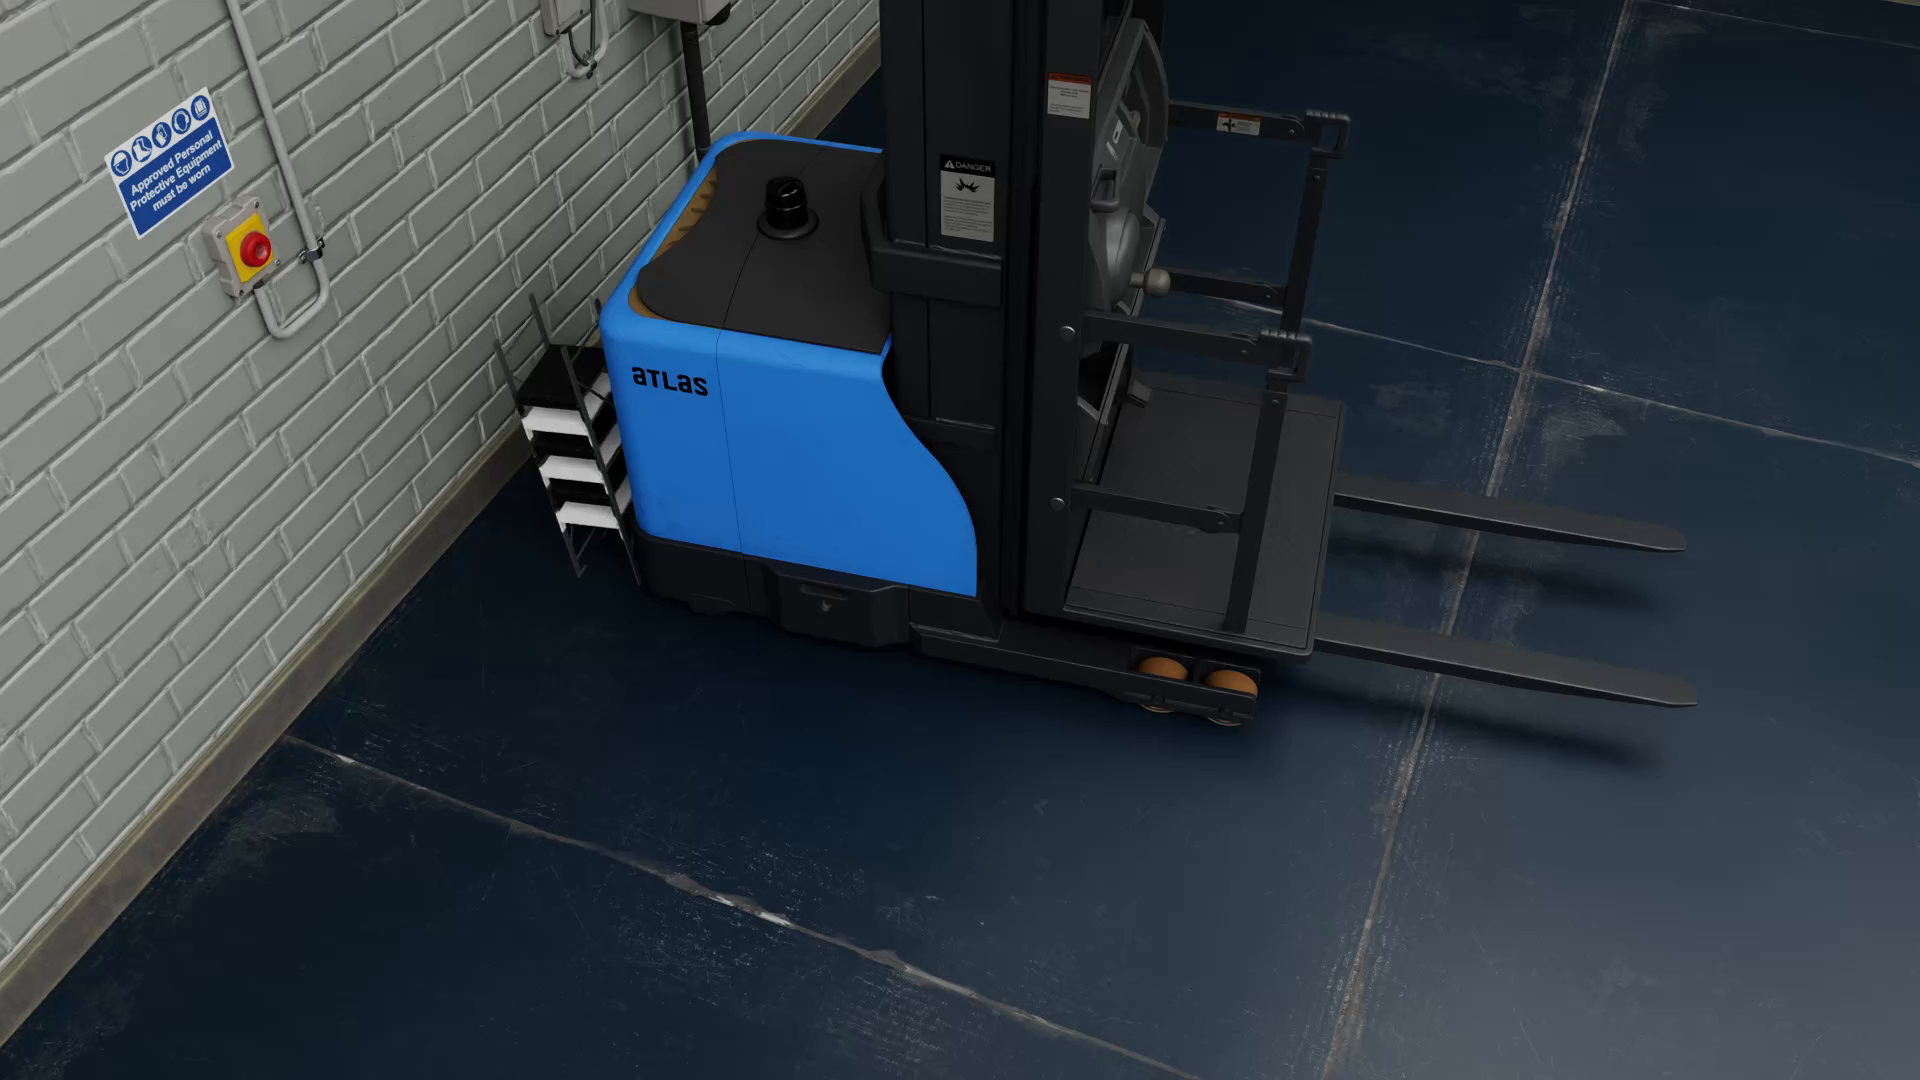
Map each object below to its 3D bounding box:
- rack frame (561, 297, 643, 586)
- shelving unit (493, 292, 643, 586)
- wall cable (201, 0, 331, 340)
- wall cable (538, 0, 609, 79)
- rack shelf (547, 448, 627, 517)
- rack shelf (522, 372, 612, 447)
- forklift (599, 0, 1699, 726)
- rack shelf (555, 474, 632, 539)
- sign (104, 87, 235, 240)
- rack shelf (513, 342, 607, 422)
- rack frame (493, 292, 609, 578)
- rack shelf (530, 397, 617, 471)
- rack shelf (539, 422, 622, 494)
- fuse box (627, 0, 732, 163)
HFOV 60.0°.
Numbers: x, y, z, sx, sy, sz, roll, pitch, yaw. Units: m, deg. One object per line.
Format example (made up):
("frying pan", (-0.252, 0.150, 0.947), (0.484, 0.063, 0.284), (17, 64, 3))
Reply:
("rack frame", (-0.995, -0.268, 4.854), (0.006, 0.900, 0.240), (6, 45, 15))
("shelving unit", (-1.092, -0.279, 4.880), (0.210, 0.900, 0.258), (6, 45, 15))
("wall cable", (-1.724, -1.152, 3.539), (0.123, 1.953, 0.585), (16, 47, 16))
("wall cable", (-1.189, -2.068, 4.481), (0.122, 1.984, 0.588), (16, 47, 16))
("rack shelf", (-1.080, -0.190, 4.964), (0.200, 0.077, 0.258), (6, 45, 15))
("rack shelf", (-1.107, -0.385, 4.780), (0.200, 0.077, 0.258), (6, 45, 15))
("forklift", (0.610, -0.929, 4.106), (3.031, 2.935, 1.130), (10, 46, 10))
("rack shelf", (-1.071, -0.125, 5.025), (0.200, 0.077, 0.258), (6, 45, 15))
("sign", (-1.799, -0.862, 3.798), (0.001, 0.218, 0.327), (16, 47, 16))
("rack shelf", (-1.116, -0.450, 4.718), (0.200, 0.077, 0.258), (6, 45, 15))
("rack frame", (-1.190, -0.290, 4.906), (0.006, 0.900, 0.240), (6, 45, 15))
("rack shelf", (-1.098, -0.320, 4.841), (0.200, 0.077, 0.258), (6, 45, 15))
("rack shelf", (-1.089, -0.255, 4.903), (0.200, 0.077, 0.258), (6, 45, 15))
("fuse box", (-0.781, -1.652, 5.697), (0.414, 1.711, 0.539), (16, 47, 16))
